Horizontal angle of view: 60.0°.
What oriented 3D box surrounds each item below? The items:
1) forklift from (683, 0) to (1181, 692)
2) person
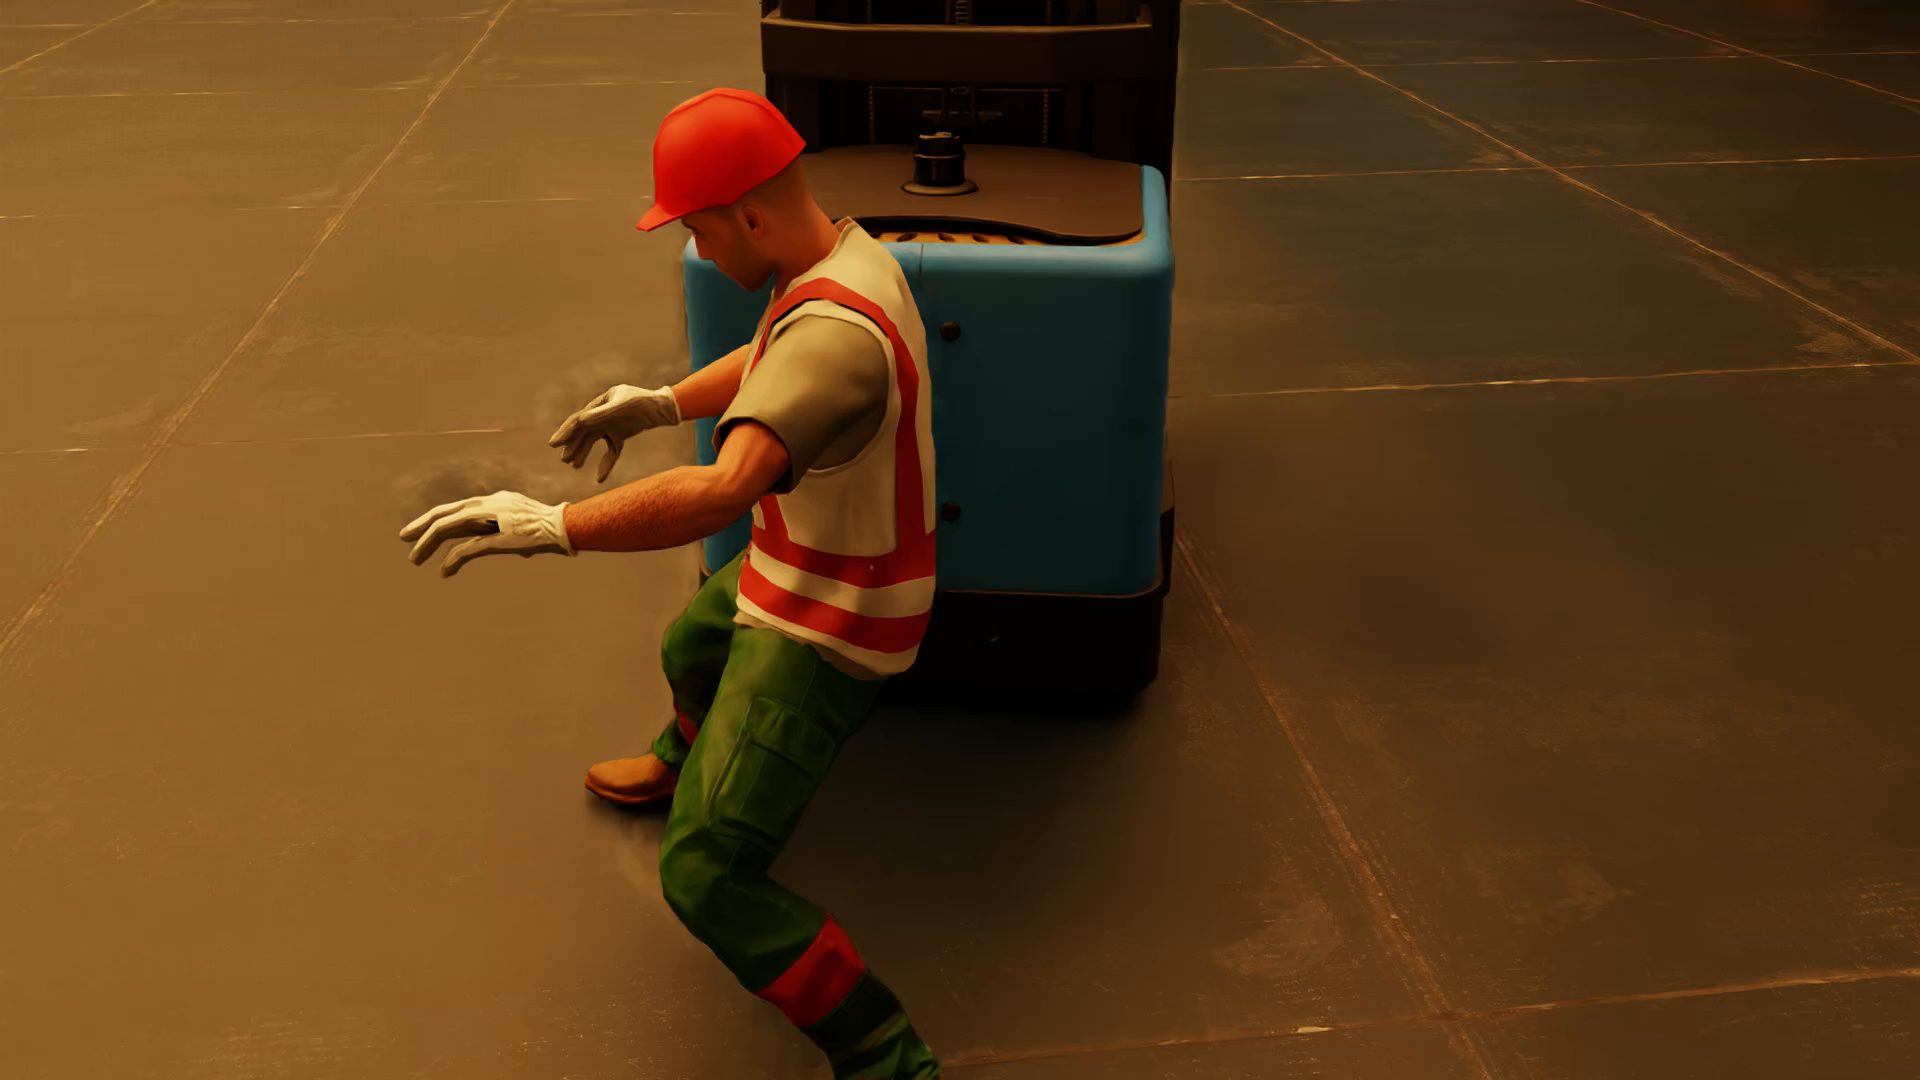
[{"bbox_3d":[0.048,-1.585,4.518,1.130,2.935,3.031,2,26,4],"label":"forklift"},{"bbox_3d":[-0.390,0.079,2.647,0.755,1.552,1.283,-1,26,-1],"label":"person"}]
